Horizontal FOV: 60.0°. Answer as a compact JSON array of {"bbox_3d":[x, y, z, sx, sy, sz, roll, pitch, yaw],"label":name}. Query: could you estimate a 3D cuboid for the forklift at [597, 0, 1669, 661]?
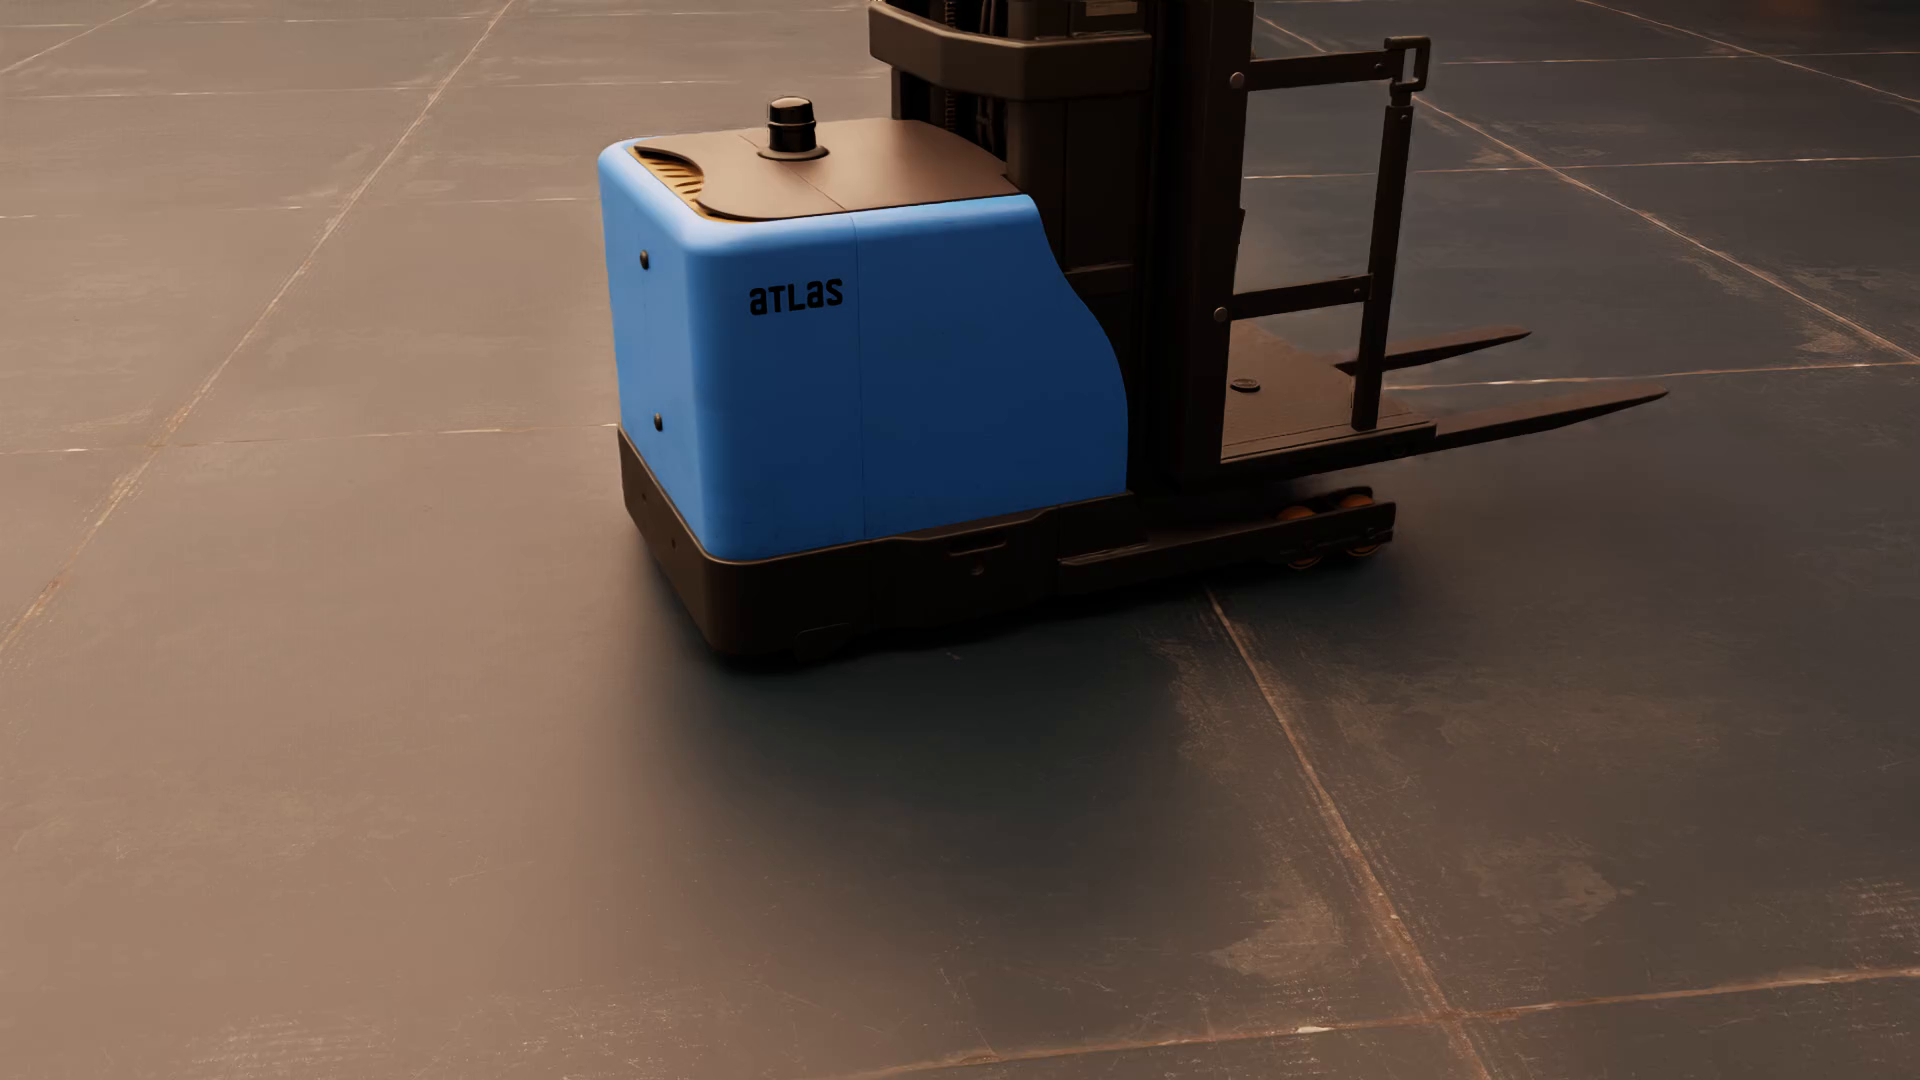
[{"bbox_3d":[0.625,-1.441,4.219,3.031,2.935,1.130,-11,28,-21],"label":"forklift"}]
